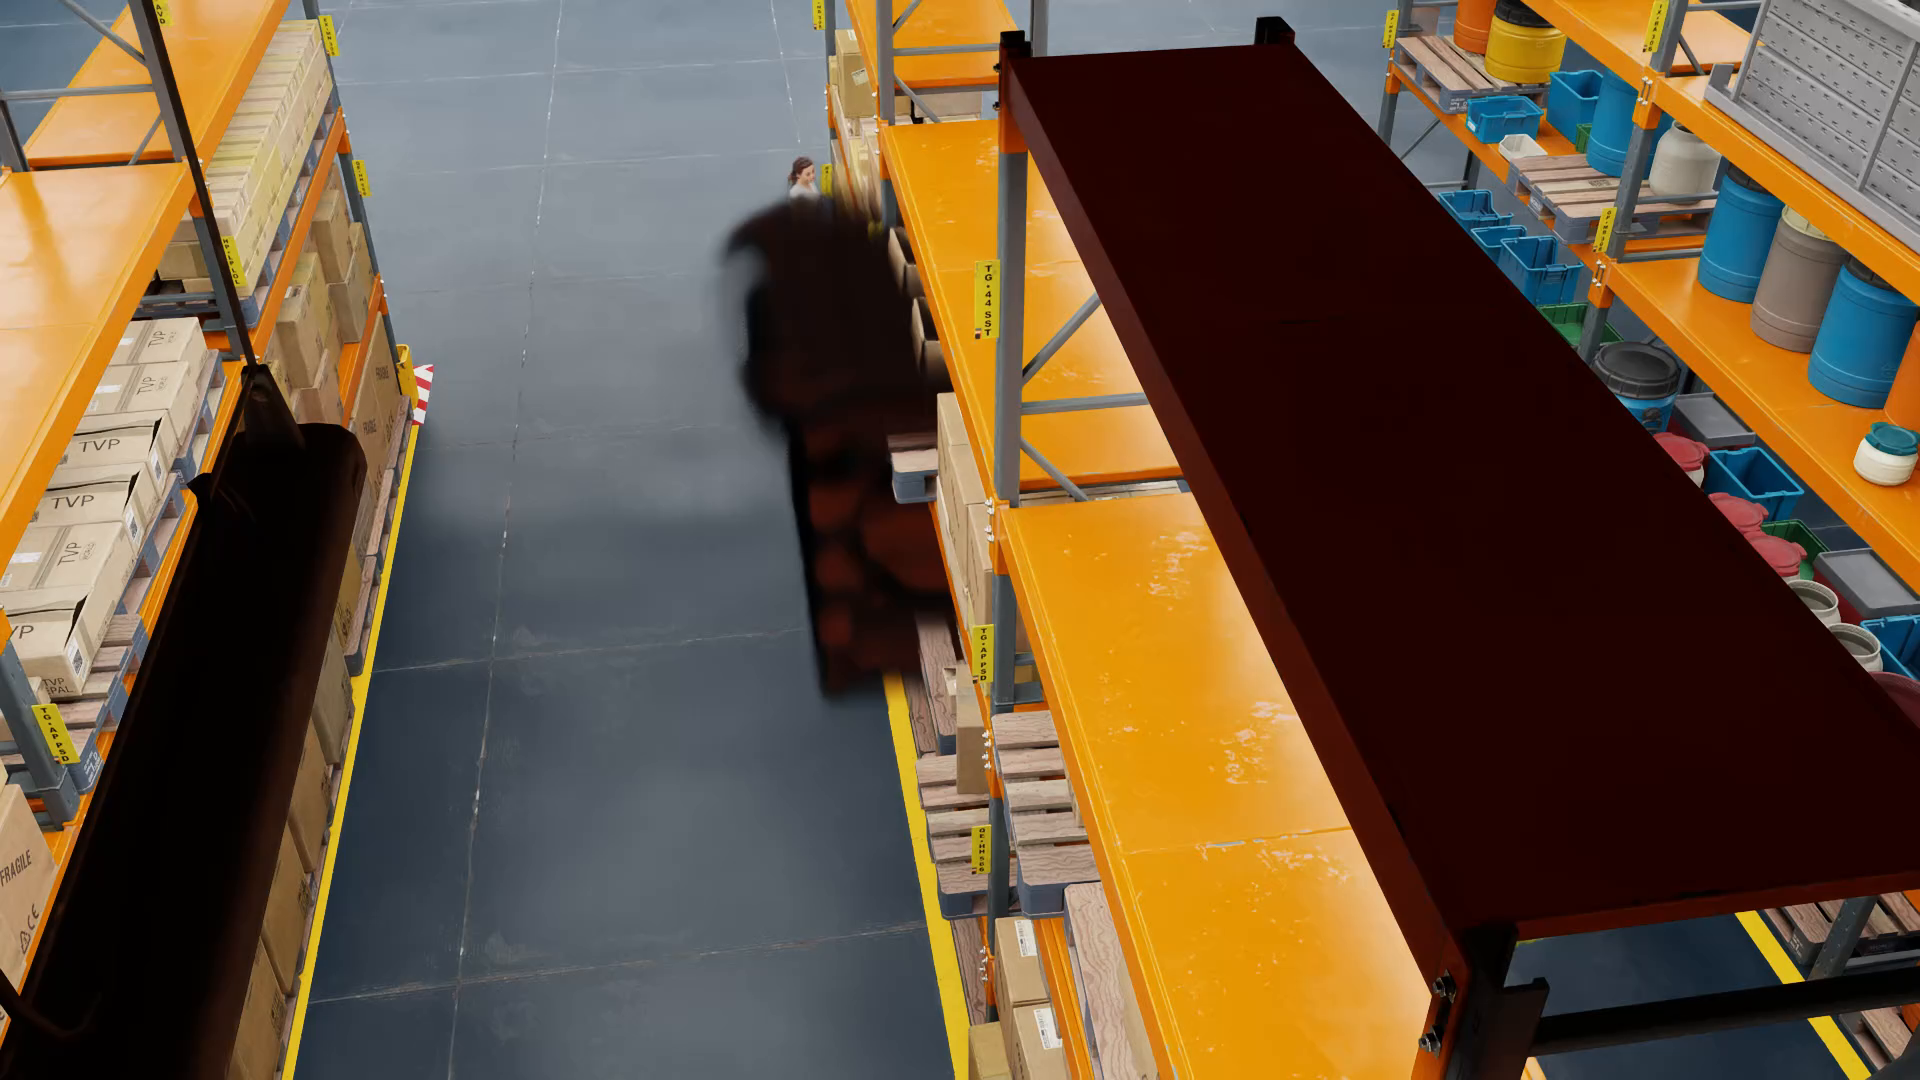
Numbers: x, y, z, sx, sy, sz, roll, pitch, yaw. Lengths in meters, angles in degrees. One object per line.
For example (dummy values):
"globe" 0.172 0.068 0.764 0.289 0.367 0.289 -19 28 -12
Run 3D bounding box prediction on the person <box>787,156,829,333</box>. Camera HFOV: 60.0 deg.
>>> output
"person" -1.470 -2.825 15.890 0.373 1.710 0.573 -2 36 -2
